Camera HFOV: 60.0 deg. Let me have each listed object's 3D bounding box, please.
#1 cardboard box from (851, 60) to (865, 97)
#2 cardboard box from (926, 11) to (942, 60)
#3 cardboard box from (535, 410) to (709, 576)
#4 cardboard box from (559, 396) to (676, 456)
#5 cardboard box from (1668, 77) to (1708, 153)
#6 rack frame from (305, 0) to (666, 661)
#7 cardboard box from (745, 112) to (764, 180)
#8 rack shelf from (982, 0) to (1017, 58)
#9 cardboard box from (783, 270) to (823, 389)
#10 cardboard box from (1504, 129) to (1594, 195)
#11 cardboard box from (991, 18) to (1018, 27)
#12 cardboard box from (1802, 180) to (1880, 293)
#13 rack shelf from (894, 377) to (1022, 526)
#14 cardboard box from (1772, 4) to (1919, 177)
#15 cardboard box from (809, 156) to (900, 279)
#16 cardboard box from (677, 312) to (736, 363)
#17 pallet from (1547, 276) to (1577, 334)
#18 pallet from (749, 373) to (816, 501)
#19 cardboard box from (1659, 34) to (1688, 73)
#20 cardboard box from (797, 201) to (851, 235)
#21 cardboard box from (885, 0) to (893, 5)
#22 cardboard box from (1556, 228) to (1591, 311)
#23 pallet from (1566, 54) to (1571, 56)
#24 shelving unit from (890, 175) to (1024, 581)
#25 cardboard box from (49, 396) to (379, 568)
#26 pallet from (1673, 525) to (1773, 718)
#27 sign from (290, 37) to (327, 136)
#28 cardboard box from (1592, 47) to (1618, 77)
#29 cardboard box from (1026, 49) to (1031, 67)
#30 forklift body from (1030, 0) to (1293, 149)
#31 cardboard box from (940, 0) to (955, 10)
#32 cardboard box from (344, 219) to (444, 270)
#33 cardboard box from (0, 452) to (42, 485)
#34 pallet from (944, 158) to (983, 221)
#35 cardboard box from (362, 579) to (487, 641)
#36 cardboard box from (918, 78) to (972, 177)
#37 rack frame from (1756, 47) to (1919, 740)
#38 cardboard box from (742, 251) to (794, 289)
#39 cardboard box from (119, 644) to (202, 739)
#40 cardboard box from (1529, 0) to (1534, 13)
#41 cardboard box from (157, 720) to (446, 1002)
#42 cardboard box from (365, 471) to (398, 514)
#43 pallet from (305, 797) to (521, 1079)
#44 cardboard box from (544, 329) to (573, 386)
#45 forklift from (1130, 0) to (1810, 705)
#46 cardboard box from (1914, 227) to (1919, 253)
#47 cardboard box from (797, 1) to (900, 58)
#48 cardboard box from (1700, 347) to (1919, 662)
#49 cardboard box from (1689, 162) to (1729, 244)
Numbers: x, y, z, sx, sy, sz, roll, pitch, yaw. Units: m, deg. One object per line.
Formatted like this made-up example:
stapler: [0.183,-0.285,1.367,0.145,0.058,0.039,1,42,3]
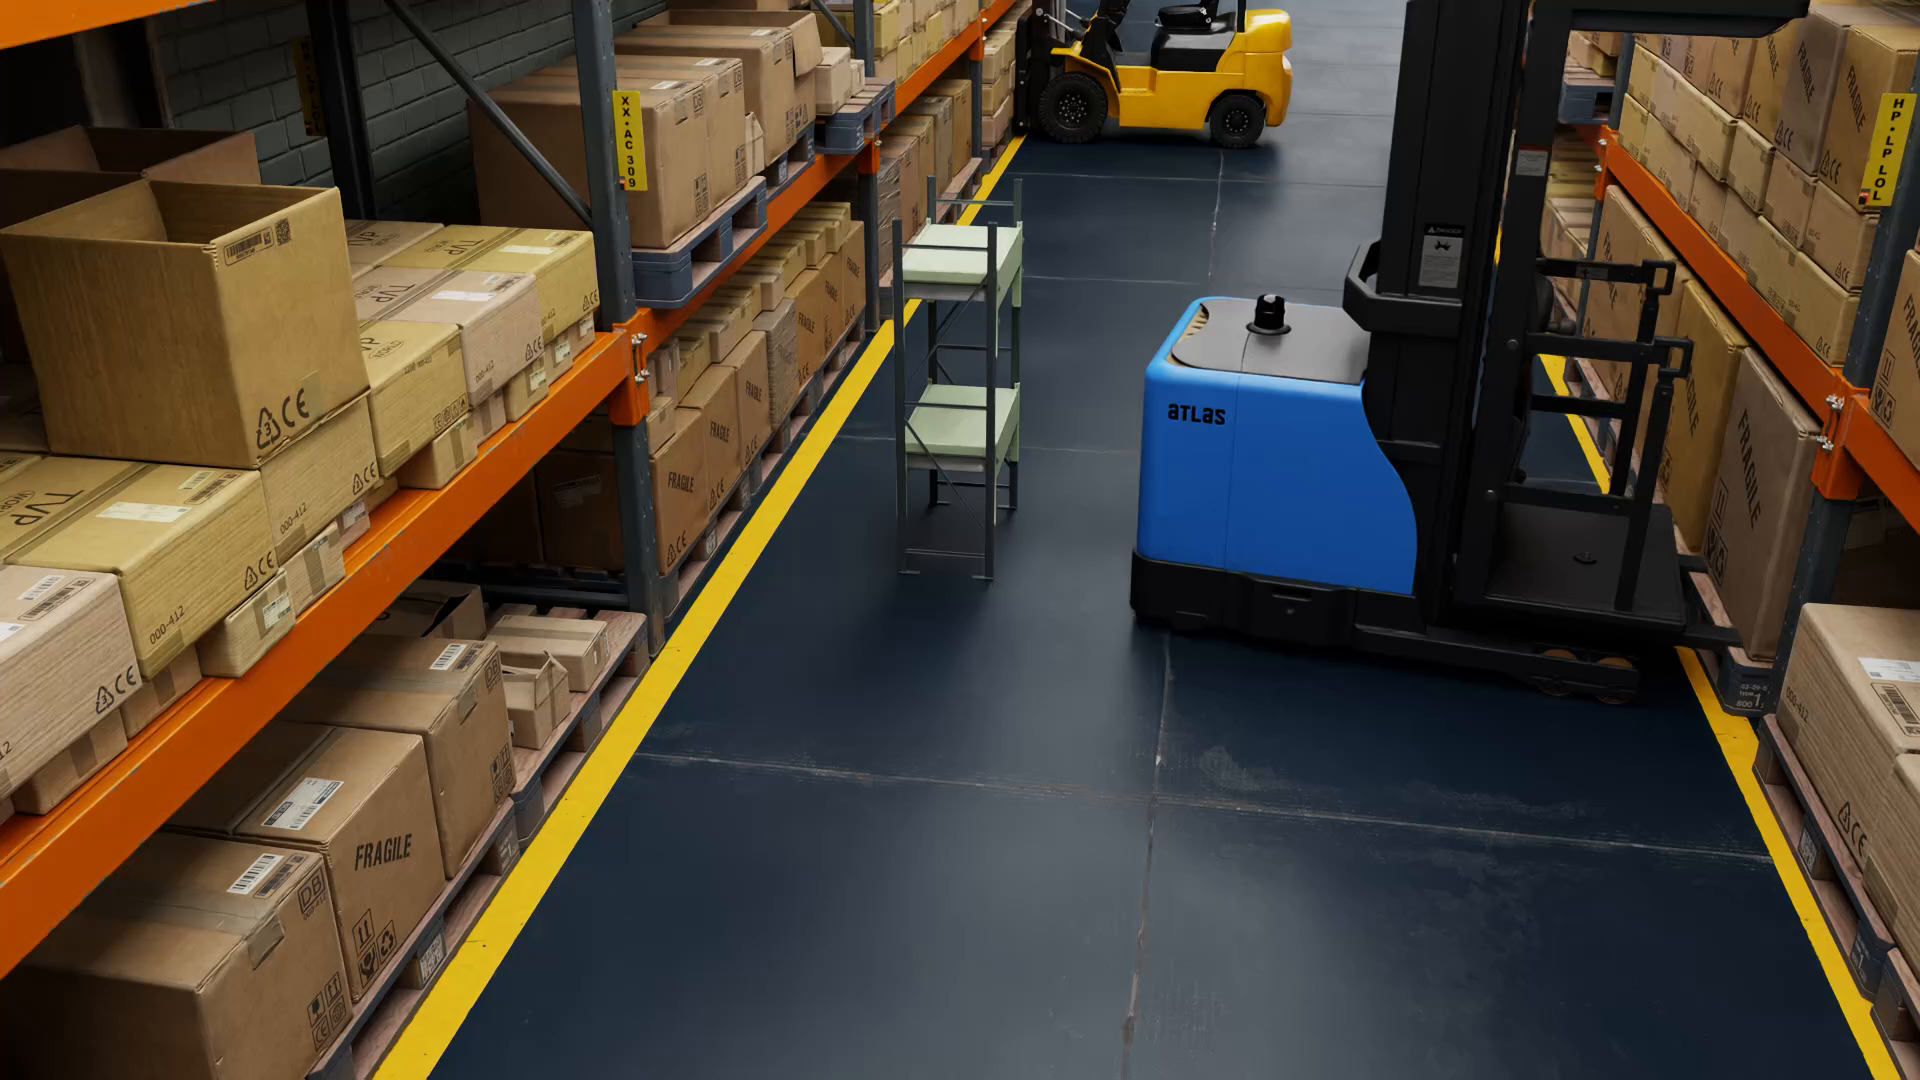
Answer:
cardboard box: [-0.710,-2.413,8.667,0.380,0.149,0.250,4,25,9]
cardboard box: [-0.416,-3.381,11.112,0.500,0.250,0.500,5,26,10]
cardboard box: [-1.334,-0.209,6.612,0.500,0.500,0.500,5,26,11]
cardboard box: [-1.313,-0.448,6.357,0.380,0.149,0.250,5,26,11]
cardboard box: [3.411,-1.835,7.220,0.500,0.250,0.500,4,25,8]
rack frame: [-1.635,-0.965,5.772,1.000,3.000,0.127,4,25,9]
cardboard box: [-1.029,-1.648,6.896,0.396,0.266,0.258,5,26,11]
rack shelf: [0.000,-4.821,14.860,1.077,0.370,4.000,4,25,9]
cardboard box: [-1.013,-1.076,8.464,0.500,0.500,0.500,5,26,11]
cardboard box: [4.487,-2.749,12.188,0.950,0.372,0.625,4,25,9]
cardboard box: [0.318,-4.530,14.958,0.500,0.250,0.500,4,25,7]
cardboard box: [3.095,-0.982,5.397,0.500,0.250,0.500,4,25,8]
rack shelf: [0.001,-0.387,7.076,0.431,0.370,0.720,4,25,9]
cardboard box: [3.166,-1.542,5.708,0.500,0.500,0.500,5,25,10]
cardboard box: [-0.865,-2.012,10.316,0.875,0.625,0.625,5,26,10]
cardboard box: [-1.205,-0.895,7.312,0.380,0.149,0.250,4,25,8]
pallet: [4.046,-1.359,9.904,1.003,0.211,1.213,4,25,9]
pallet: [-1.342,-0.556,8.189,1.003,0.211,1.213,4,25,9]
cardboard box: [3.523,-2.396,7.533,0.500,0.500,0.500,4,25,9]
cardboard box: [-0.812,-1.765,9.171,0.380,0.149,0.250,3,25,6]
cardboard box: [-0.596,-3.201,9.668,0.380,0.149,0.250,5,25,10]
cardboard box: [4.019,-1.531,9.587,0.950,0.372,0.625,2,25,5]
pallet: [4.200,-3.039,10.431,1.003,0.211,1.213,4,25,9]
shelving unit: [0.001,-0.682,6.938,0.431,1.500,0.755,4,25,9]
cardboard box: [-1.724,-0.168,3.897,0.500,0.250,0.500,3,25,7]
pallet: [3.315,0.313,6.333,1.003,0.211,1.213,4,25,9]
sign: [-2.183,-1.526,5.606,0.100,0.325,0.005,4,25,9]
cardboard box: [3.711,-2.642,9.157,0.380,0.149,0.250,4,25,9]
cardboard box: [0.399,-4.503,15.490,0.500,0.250,0.500,3,25,7]
forklift body: [1.816,-4.680,14.710,2.313,2.155,1.214,4,25,9]
cardboard box: [-0.321,-3.817,11.453,0.500,0.250,0.500,5,25,10]
cardboard box: [-1.982,-0.843,5.339,0.500,0.250,0.500,4,25,8]
cardboard box: [-2.304,0.008,3.520,0.500,0.250,0.500,5,26,10]
pallet: [-0.409,-2.737,12.848,1.003,0.211,1.213,4,25,9]
cardboard box: [-1.976,0.323,5.698,0.500,0.311,0.500,5,26,10]
cardboard box: [-0.401,-3.206,12.867,0.875,0.625,0.625,5,26,11]
rack frame: [3.263,-0.622,5.041,1.000,3.000,0.127,4,25,9]
cardboard box: [-1.040,-1.330,8.242,0.380,0.149,0.250,4,25,8]
cardboard box: [-1.820,0.269,3.434,0.380,0.149,0.250,4,25,9]
cardboard box: [4.119,-3.731,11.485,0.380,0.149,0.250,5,25,10]
cardboard box: [-1.732,0.832,4.387,0.500,0.500,0.500,4,25,9]
cardboard box: [-1.713,-0.162,4.355,0.380,0.149,0.250,4,25,9]
pallet: [-1.945,1.097,4.657,1.003,0.211,1.213,4,25,9]
cardboard box: [-1.459,-0.590,5.268,0.380,0.149,0.250,5,25,10]
forklift: [2.243,-0.989,5.906,3.031,2.935,1.130,8,26,16]
cardboard box: [2.946,-0.938,4.418,0.500,0.500,0.500,4,25,9]
cardboard box: [-0.643,-2.963,9.629,0.500,0.250,0.500,4,25,8]
cardboard box: [3.285,-0.115,5.968,0.875,0.875,0.875,5,26,10]
cardboard box: [3.353,-1.398,6.876,0.500,0.250,0.500,4,25,9]
